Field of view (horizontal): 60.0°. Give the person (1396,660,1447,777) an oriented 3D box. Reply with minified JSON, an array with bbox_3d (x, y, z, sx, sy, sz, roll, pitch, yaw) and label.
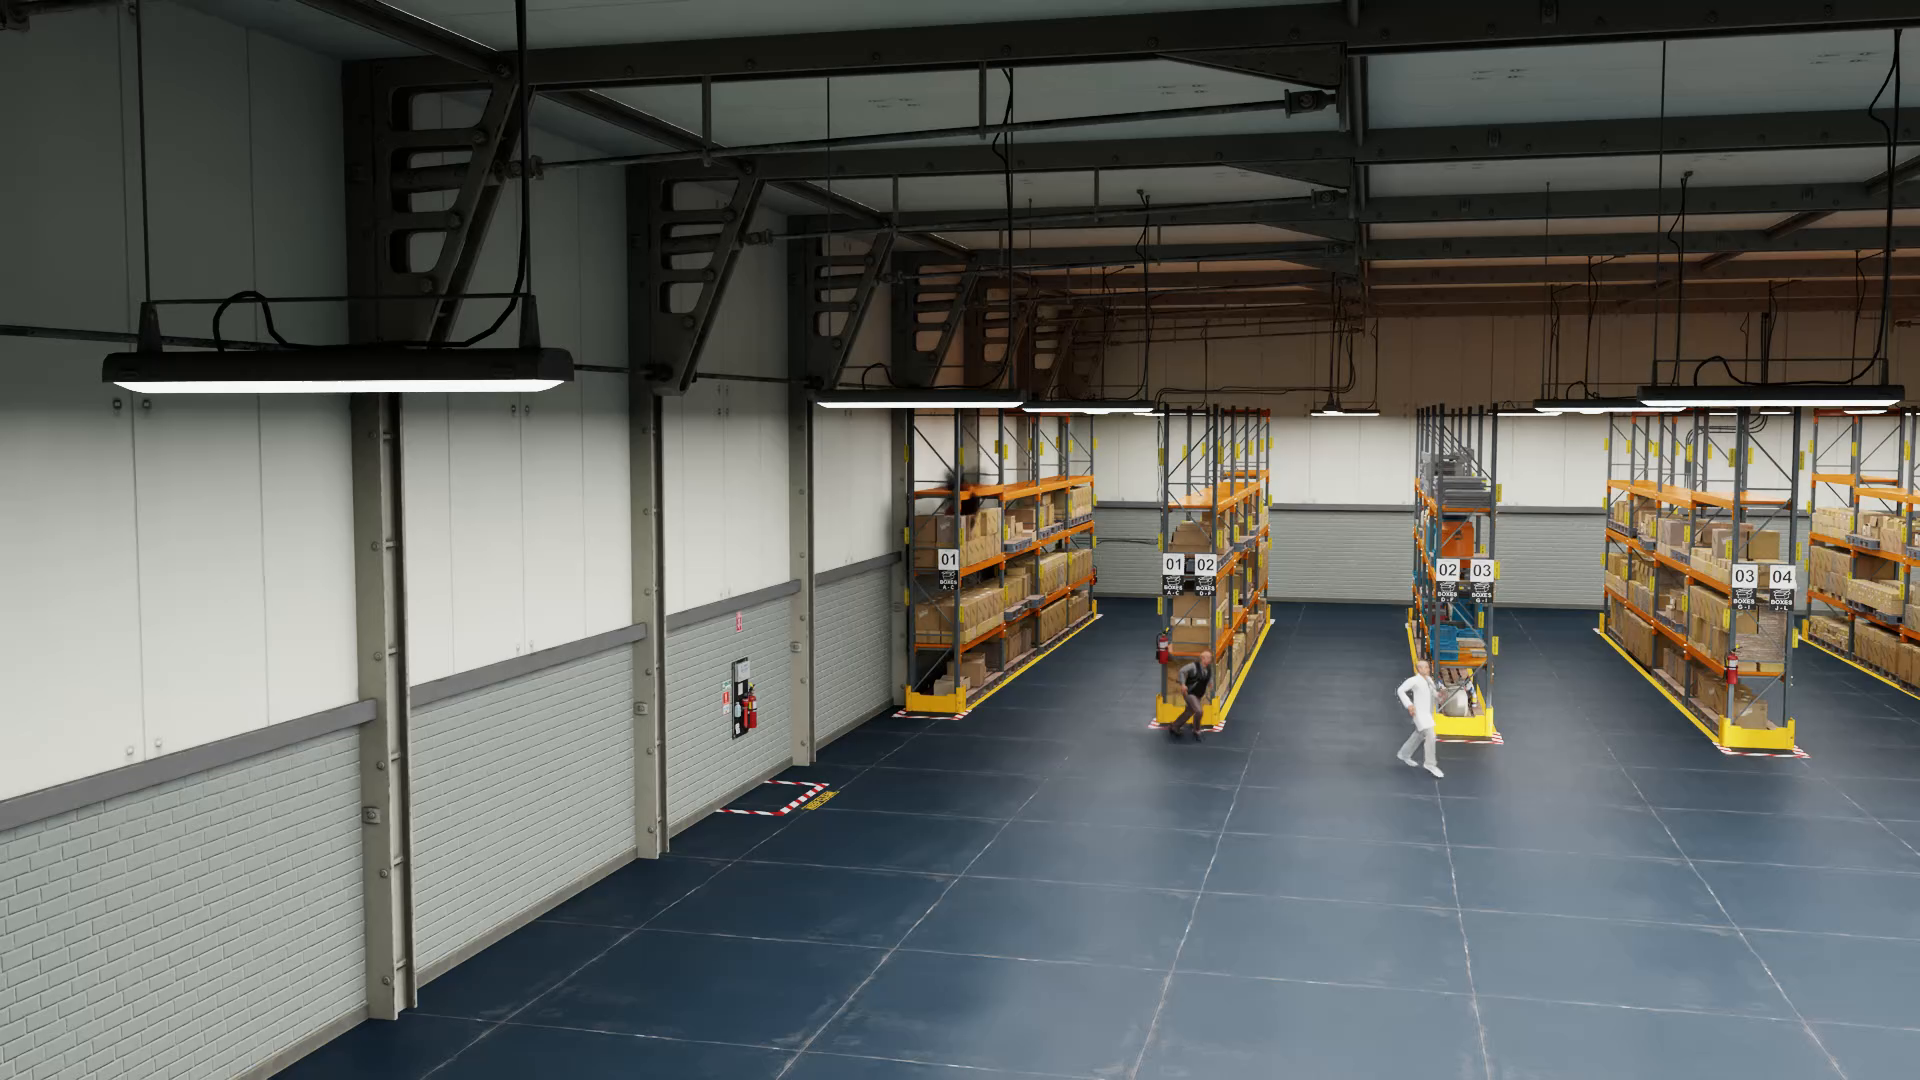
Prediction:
[{"bbox_3d":[7.476,2.861,26.946,0.902,1.833,0.680,4,5,41],"label":"person"}]

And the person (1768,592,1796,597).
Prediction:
[{"bbox_3d":[21.857,1.635,44.599,0.872,1.689,0.858,1,4,14],"label":"person"}]

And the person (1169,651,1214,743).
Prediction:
[{"bbox_3d":[4.153,2.782,29.670,0.684,1.666,0.894,-3,5,-37],"label":"person"}]
